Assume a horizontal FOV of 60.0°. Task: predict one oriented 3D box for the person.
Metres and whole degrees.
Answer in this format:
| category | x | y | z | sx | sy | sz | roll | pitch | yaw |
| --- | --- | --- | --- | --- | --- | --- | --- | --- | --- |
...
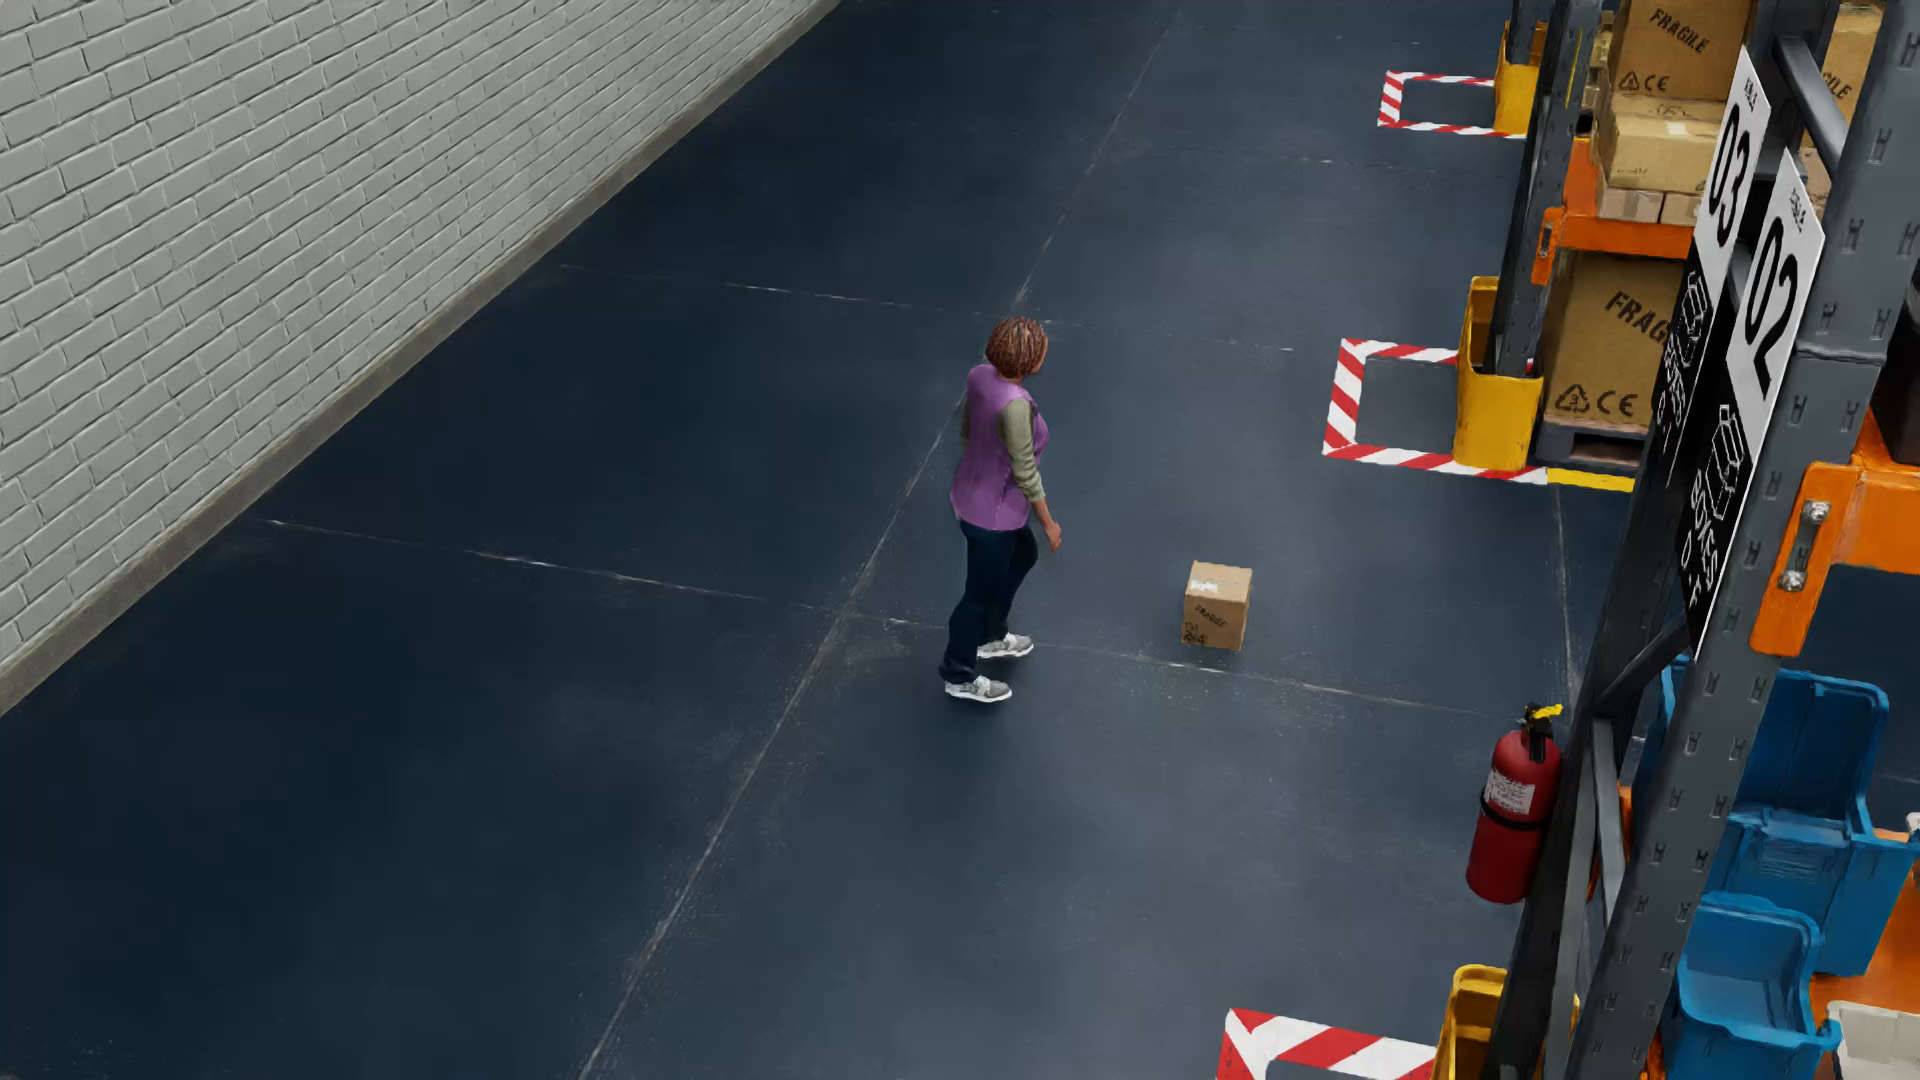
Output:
| category | x | y | z | sx | sy | sz | roll | pitch | yaw |
| --- | --- | --- | --- | --- | --- | --- | --- | --- | --- |
| person | 0.122 | -0.121 | 6.333 | 0.458 | 1.577 | 0.542 | -7 | 34 | -11 |
